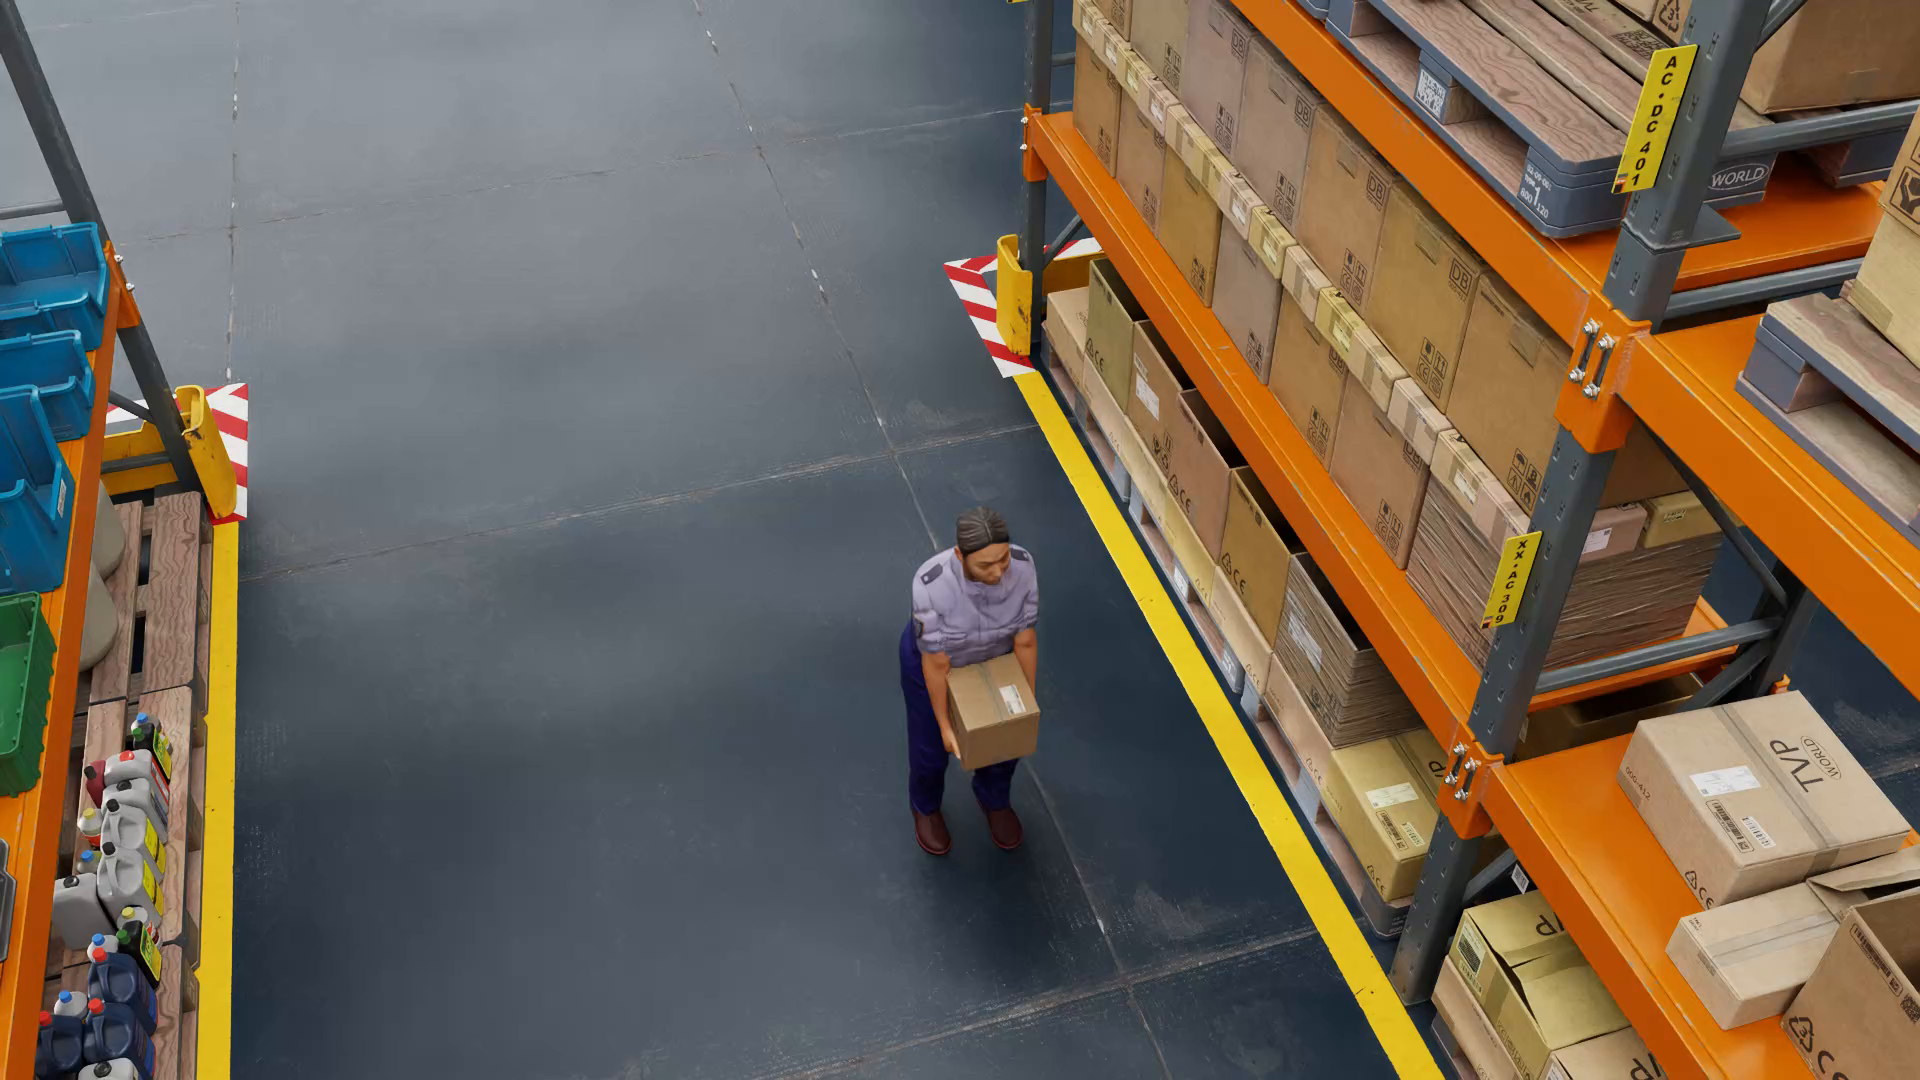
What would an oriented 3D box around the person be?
[{"bbox_3d":[0.029,0.433,5.704,0.562,1.636,0.426,-15,44,-15],"label":"person"}]
